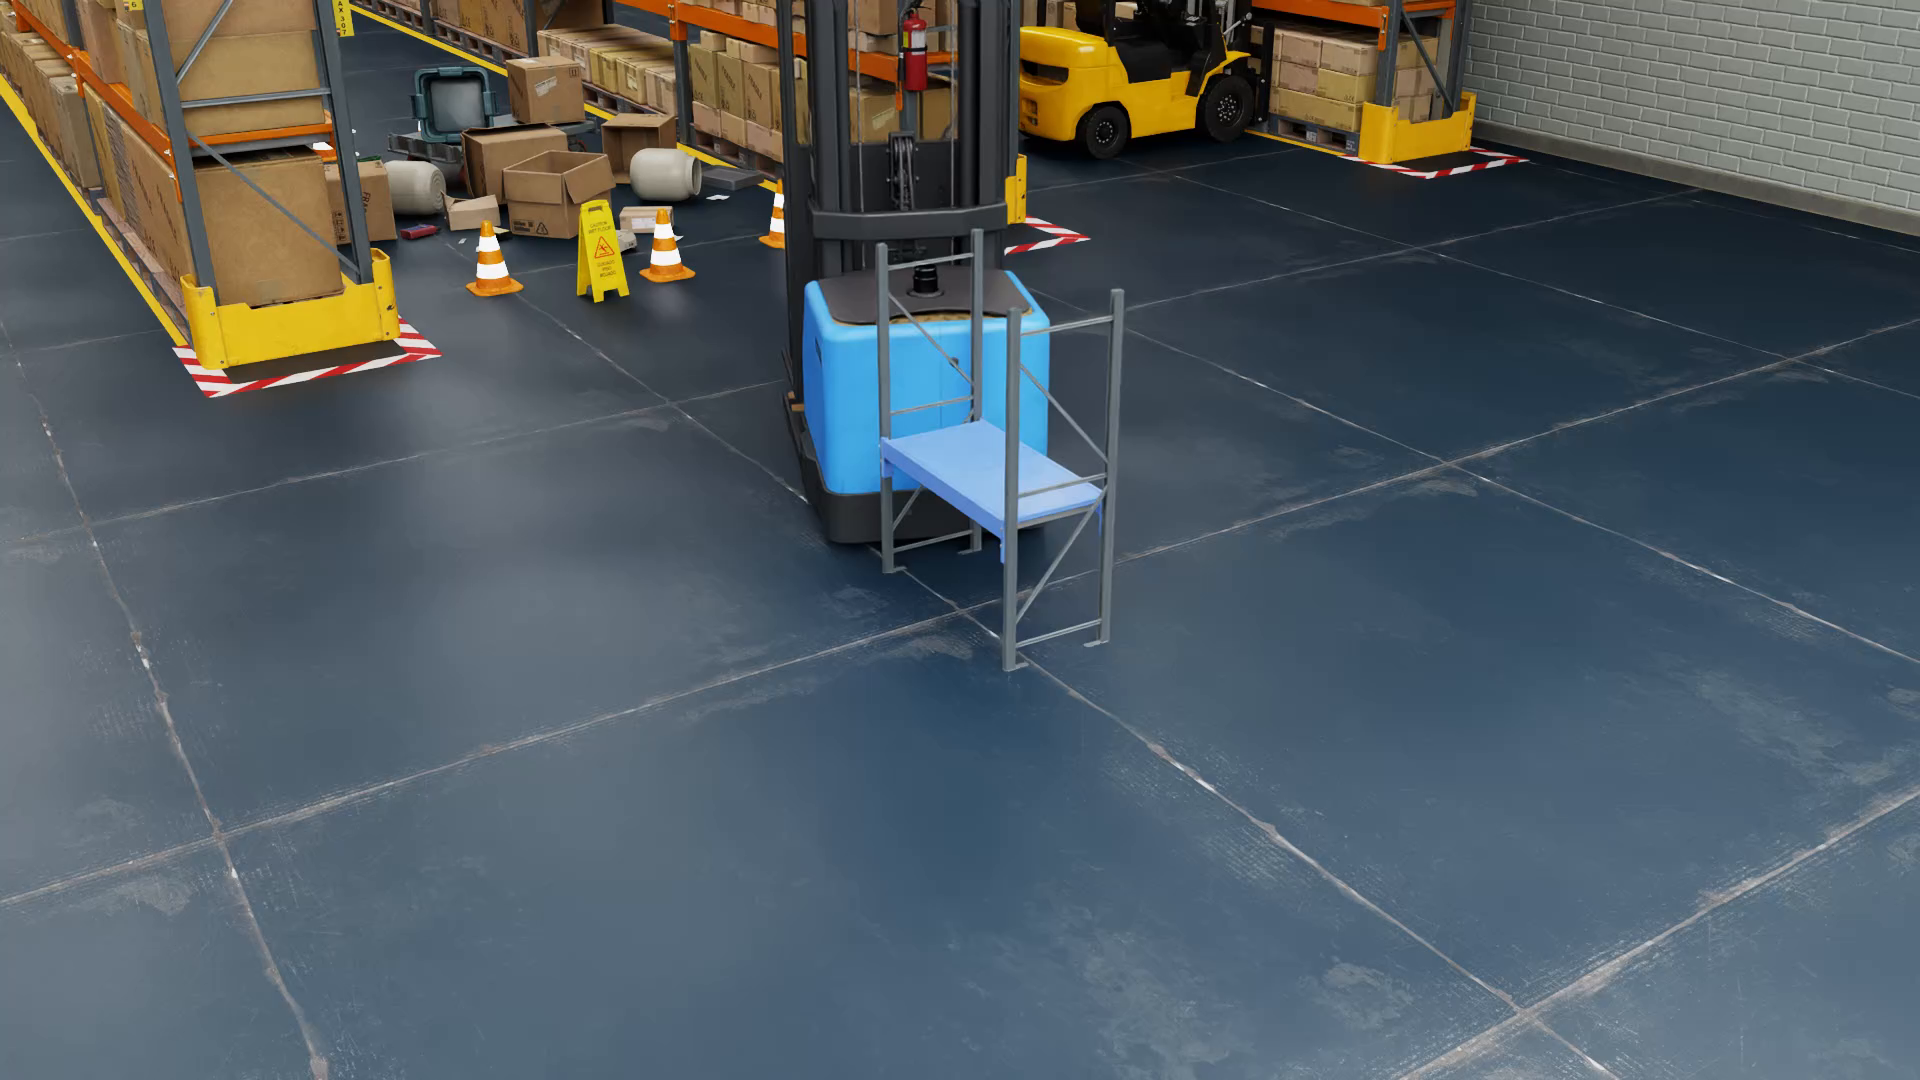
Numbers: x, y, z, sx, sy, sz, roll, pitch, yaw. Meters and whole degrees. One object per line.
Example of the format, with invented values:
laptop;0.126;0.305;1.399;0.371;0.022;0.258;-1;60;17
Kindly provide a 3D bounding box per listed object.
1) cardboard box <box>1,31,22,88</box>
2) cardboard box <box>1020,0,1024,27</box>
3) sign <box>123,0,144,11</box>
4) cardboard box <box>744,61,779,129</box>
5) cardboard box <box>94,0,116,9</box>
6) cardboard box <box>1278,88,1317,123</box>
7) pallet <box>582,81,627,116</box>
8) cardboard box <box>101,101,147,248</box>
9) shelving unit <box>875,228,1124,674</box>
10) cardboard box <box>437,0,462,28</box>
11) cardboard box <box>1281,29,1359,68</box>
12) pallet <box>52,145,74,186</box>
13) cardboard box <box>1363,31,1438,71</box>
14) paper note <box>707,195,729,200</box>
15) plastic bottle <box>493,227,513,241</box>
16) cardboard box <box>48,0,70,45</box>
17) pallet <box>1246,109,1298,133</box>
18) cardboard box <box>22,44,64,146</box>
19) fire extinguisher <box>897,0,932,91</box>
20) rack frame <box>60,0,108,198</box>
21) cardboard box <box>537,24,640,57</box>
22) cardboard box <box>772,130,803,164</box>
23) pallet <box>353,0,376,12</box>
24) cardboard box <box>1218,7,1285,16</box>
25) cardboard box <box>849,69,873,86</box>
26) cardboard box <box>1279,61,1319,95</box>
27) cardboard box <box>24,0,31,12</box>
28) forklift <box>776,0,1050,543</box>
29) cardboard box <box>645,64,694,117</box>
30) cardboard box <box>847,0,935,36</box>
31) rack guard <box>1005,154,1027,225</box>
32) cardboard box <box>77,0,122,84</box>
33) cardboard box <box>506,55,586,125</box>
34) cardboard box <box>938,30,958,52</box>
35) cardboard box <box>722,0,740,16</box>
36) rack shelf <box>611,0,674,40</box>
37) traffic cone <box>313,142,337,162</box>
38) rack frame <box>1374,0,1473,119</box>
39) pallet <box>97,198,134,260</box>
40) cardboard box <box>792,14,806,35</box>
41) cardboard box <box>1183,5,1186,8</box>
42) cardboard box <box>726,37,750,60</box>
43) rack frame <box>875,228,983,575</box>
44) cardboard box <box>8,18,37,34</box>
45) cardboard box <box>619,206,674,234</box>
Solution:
cardboard box;-9.621;-5.031;17.330;0.500;0.500;0.500;-17;30;-32
cardboard box;0.849;-6.190;19.639;0.875;0.625;0.625;-17;30;-32
sign;-4.555;-3.073;9.113;0.100;0.325;0.005;-16;29;-30
cardboard box;-1.505;-3.822;14.182;0.500;0.500;0.500;-14;29;-27
cardboard box;-5.231;-3.828;10.905;0.875;0.550;0.500;-16;29;-30
cardboard box;3.372;-4.133;15.720;0.500;0.250;0.500;-16;29;-30
pallet;-3.280;-4.638;17.328;1.003;0.211;1.213;-16;29;-30
cardboard box;-5.496;-2.661;11.870;0.875;0.875;0.875;-15;29;-29
shelving unit;0.134;-0.393;6.826;0.538;1.500;1.048;-14;29;-27
cardboard box;-6.146;-7.072;21.214;0.875;0.875;0.875;-15;29;-28
cardboard box;3.360;-4.584;15.504;0.500;0.250;0.500;-15;29;-29
pallet;-7.431;-3.429;14.766;1.003;0.211;1.213;-16;29;-30
cardboard box;4.052;-4.526;15.383;0.500;0.250;0.500;-16;30;-30
paper note;-1.994;-2.830;13.709;0.148;0.019;0.142;18;31;33
plastic bottle;-3.534;-2.325;12.604;0.283;0.061;0.133;18;31;33
cardboard box;-6.785;-4.164;12.940;0.500;0.500;0.500;-16;29;-30
pallet;3.042;-4.351;16.718;1.003;0.211;1.213;-16;29;-30
cardboard box;-7.723;-4.047;14.953;1.050;0.750;0.750;-15;29;-29
fire extinguisher;-0.324;-3.570;11.890;0.296;0.674;0.183;-16;29;-30
rack frame;-6.276;-3.995;12.698;1.000;3.000;0.127;-16;29;-30
cardboard box;-4.068;-5.412;18.287;0.950;0.372;0.625;-18;31;-33
cardboard box;-1.234;-3.300;13.955;0.500;0.250;0.500;-17;30;-31
pallet;-8.233;-7.948;24.339;1.003;0.211;1.213;-16;29;-30
cardboard box;2.957;-5.248;16.912;0.500;0.250;0.500;-15;29;-29
cardboard box;-0.913;-3.674;13.110;0.380;0.149;0.250;-15;29;-28
cardboard box;3.364;-4.368;15.631;0.500;0.250;0.500;-16;30;-30
cardboard box;-7.886;-4.885;14.468;0.500;0.500;0.500;-16;29;-30
forklift;-0.364;-1.913;8.369;1.130;2.935;3.031;-5;26;-10
cardboard box;-2.473;-4.373;16.086;0.950;0.372;0.625;-15;29;-29
cardboard box;-0.528;-4.063;12.378;0.500;0.500;0.500;-16;30;-30
rack guard;-0.042;-2.651;12.779;1.175;0.500;0.348;-16;29;-30
cardboard box;-5.550;-3.521;11.520;0.875;0.550;0.550;-16;29;-30
cardboard box;-3.659;-3.971;14.689;0.500;0.500;0.500;-16;29;-30
cardboard box;-0.013;-3.810;12.601;0.380;0.149;0.250;-15;29;-29
cardboard box;-1.823;-4.621;14.319;0.380;0.149;0.250;-15;29;-28
rack shelf;-3.276;-5.574;16.887;1.077;0.370;4.000;-16;29;-30
traffic cone;-5.743;-3.679;15.001;0.336;0.463;0.334;-16;29;-30
rack frame;4.156;-4.912;14.641;1.000;3.000;0.127;-16;29;-30
pallet;-5.927;-2.444;12.679;1.003;0.211;1.213;-16;29;-30
cardboard box;-1.141;-4.165;13.354;0.380;0.149;0.250;-16;30;-30
cardboard box;2.245;-5.310;17.042;0.500;0.250;0.500;-15;29;-29
cardboard box;-1.788;-4.247;14.324;0.380;0.149;0.250;-14;29;-28
rack frame;-0.124;-0.580;7.222;0.500;1.500;0.032;-14;29;-27
cardboard box;-9.053;-5.008;16.402;0.500;0.250;0.500;-16;30;-31
cardboard box;-2.408;-2.462;12.792;0.380;0.149;0.250;-1;25;-3
